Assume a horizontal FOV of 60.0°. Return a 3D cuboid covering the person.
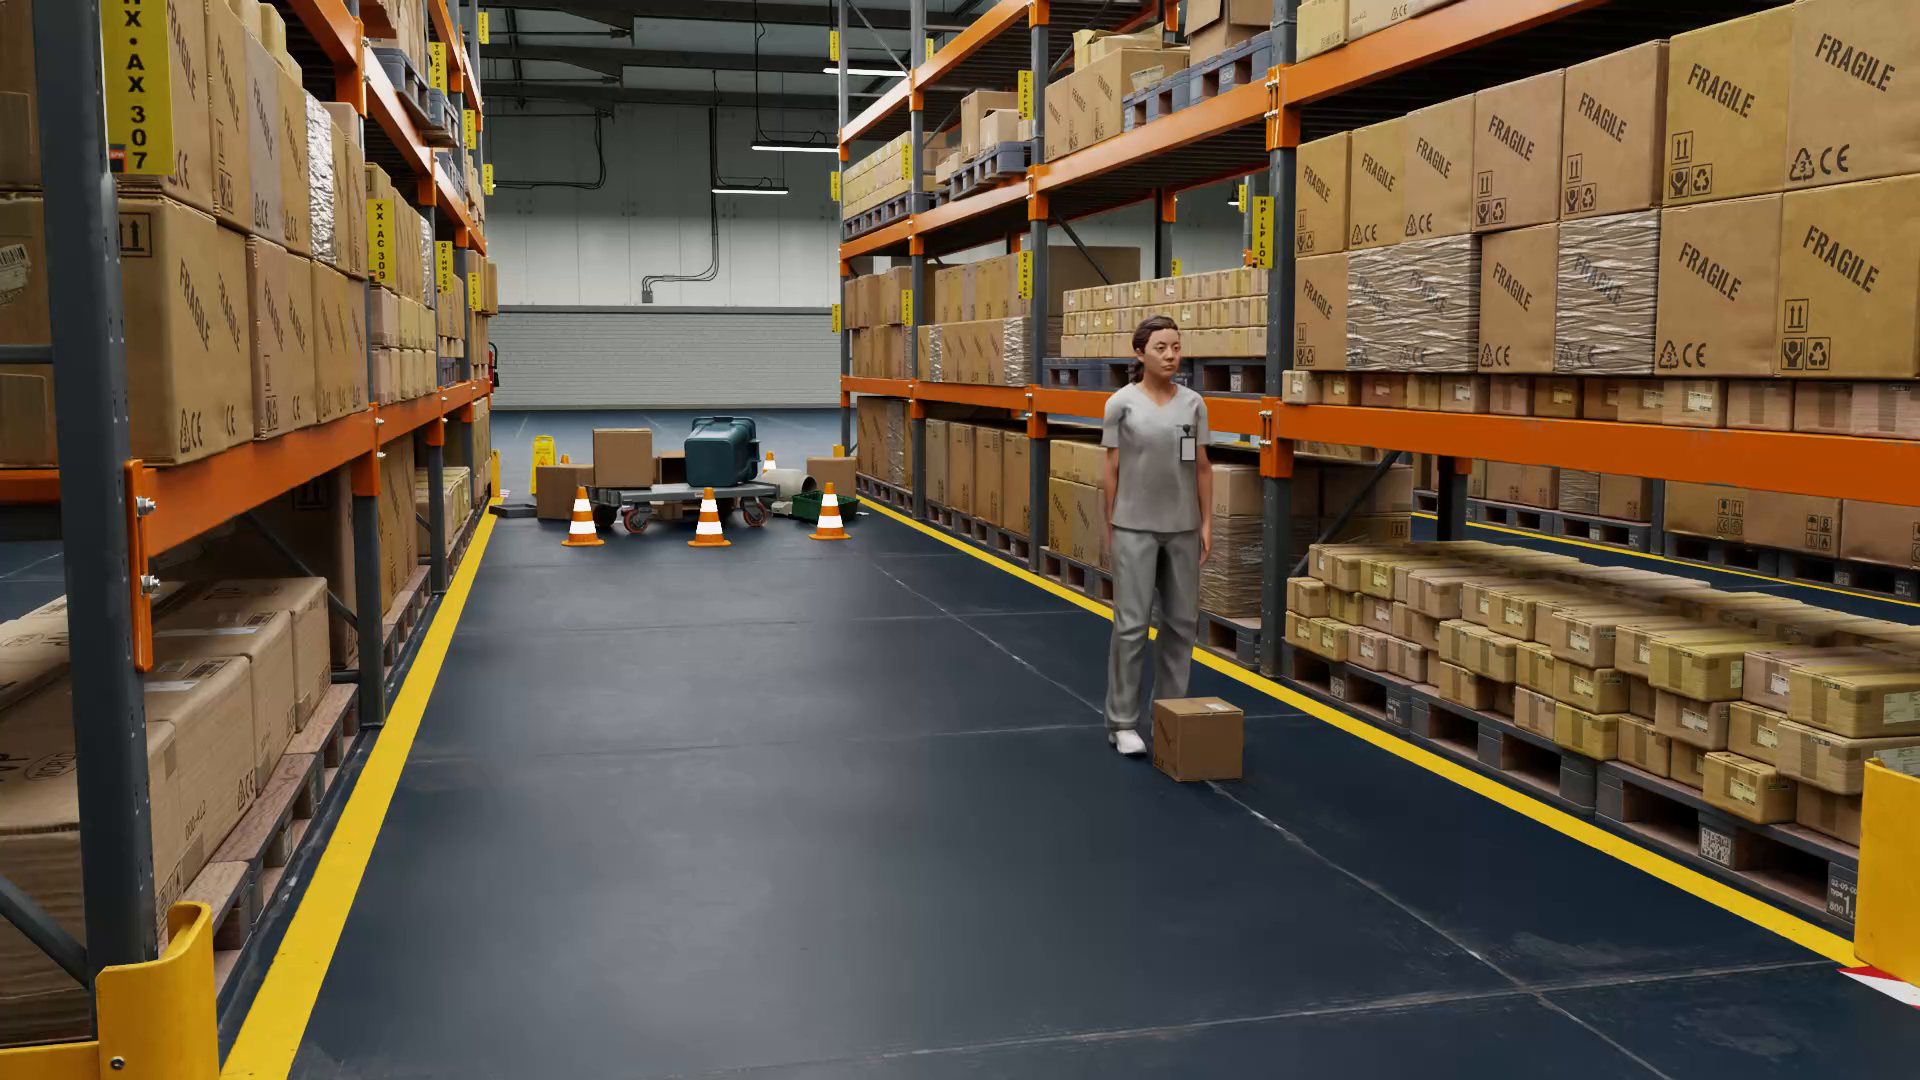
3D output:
[{"bbox_3d":[0.769,-0.028,6.429,0.441,1.669,0.403,-1,6,-12],"label":"person"}]
